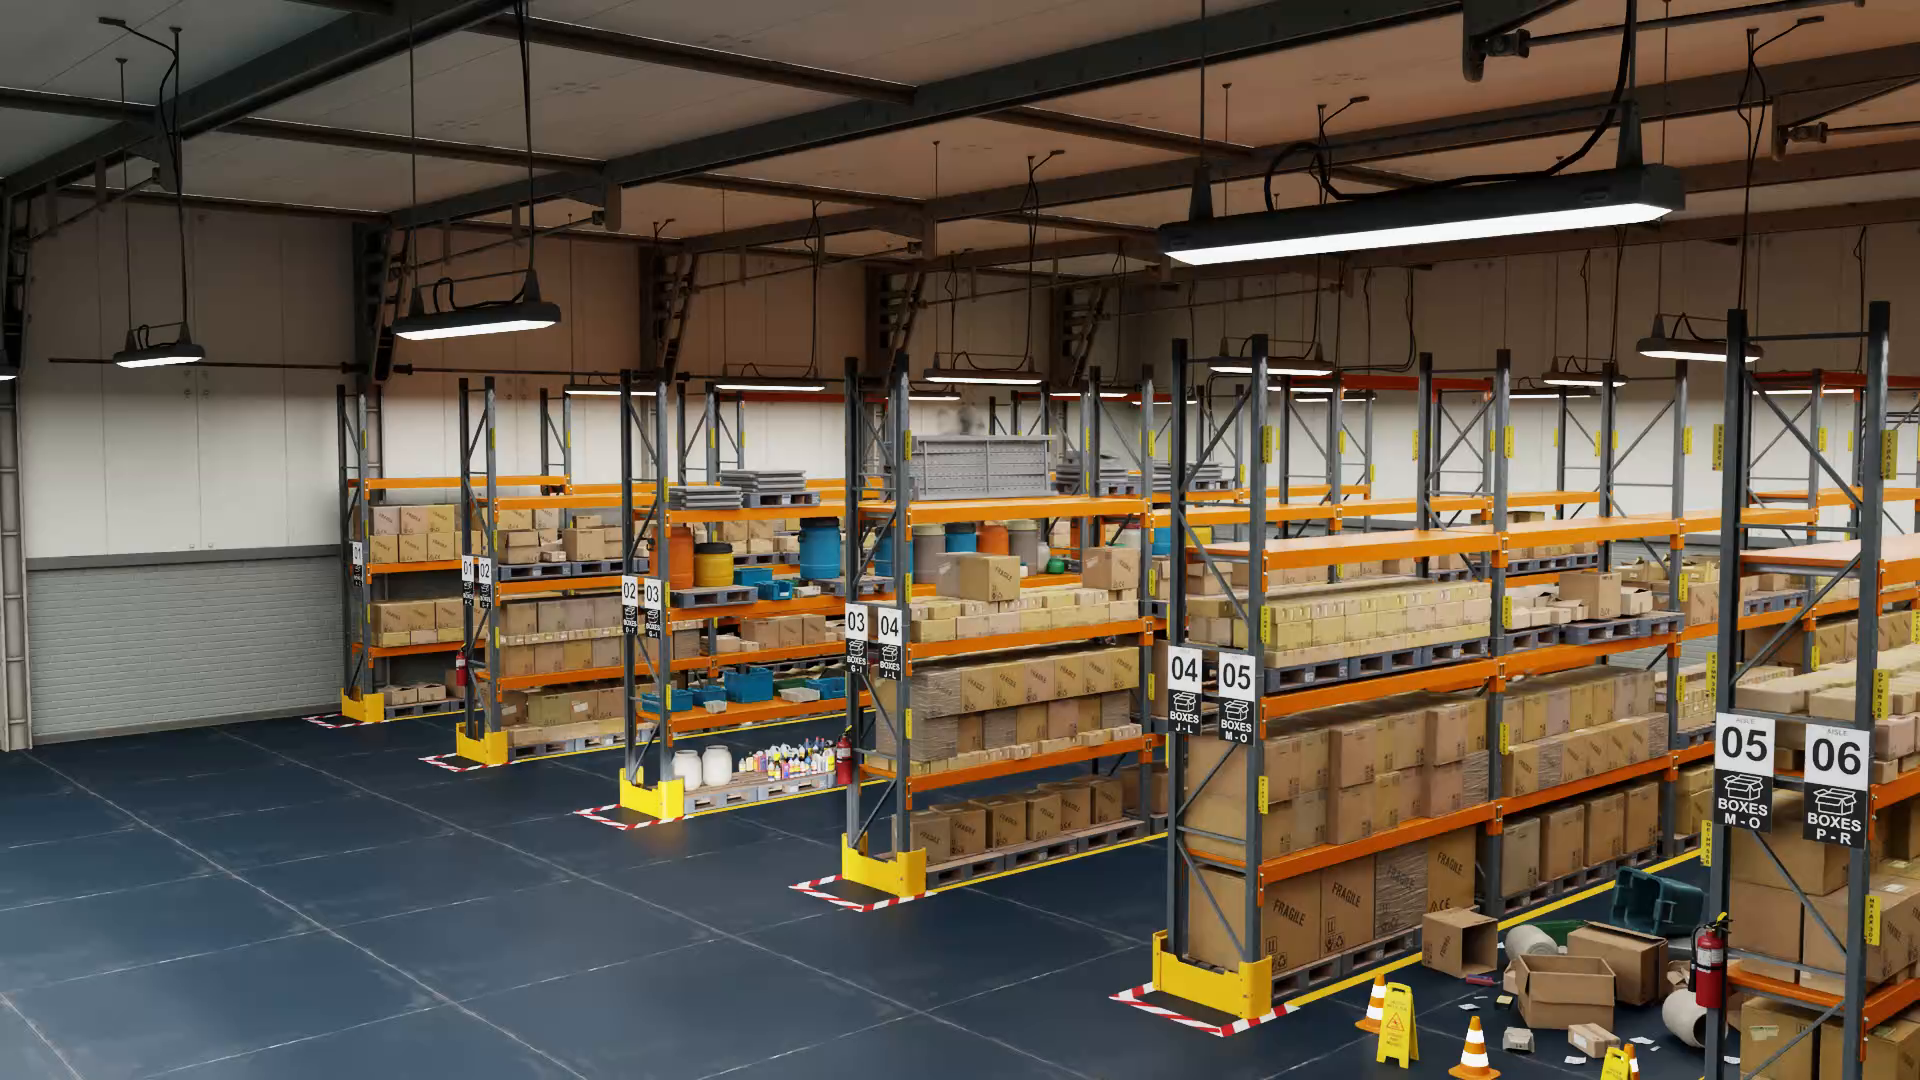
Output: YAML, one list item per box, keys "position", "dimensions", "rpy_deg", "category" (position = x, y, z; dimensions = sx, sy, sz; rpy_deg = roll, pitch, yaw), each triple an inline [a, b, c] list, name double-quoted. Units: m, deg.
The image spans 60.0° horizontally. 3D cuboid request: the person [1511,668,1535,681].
- position: [8.396, 2.650, 24.765]
  dimensions: [0.682, 1.744, 0.707]
  rpy_deg: [3, 5, 40]
  category: "person"
